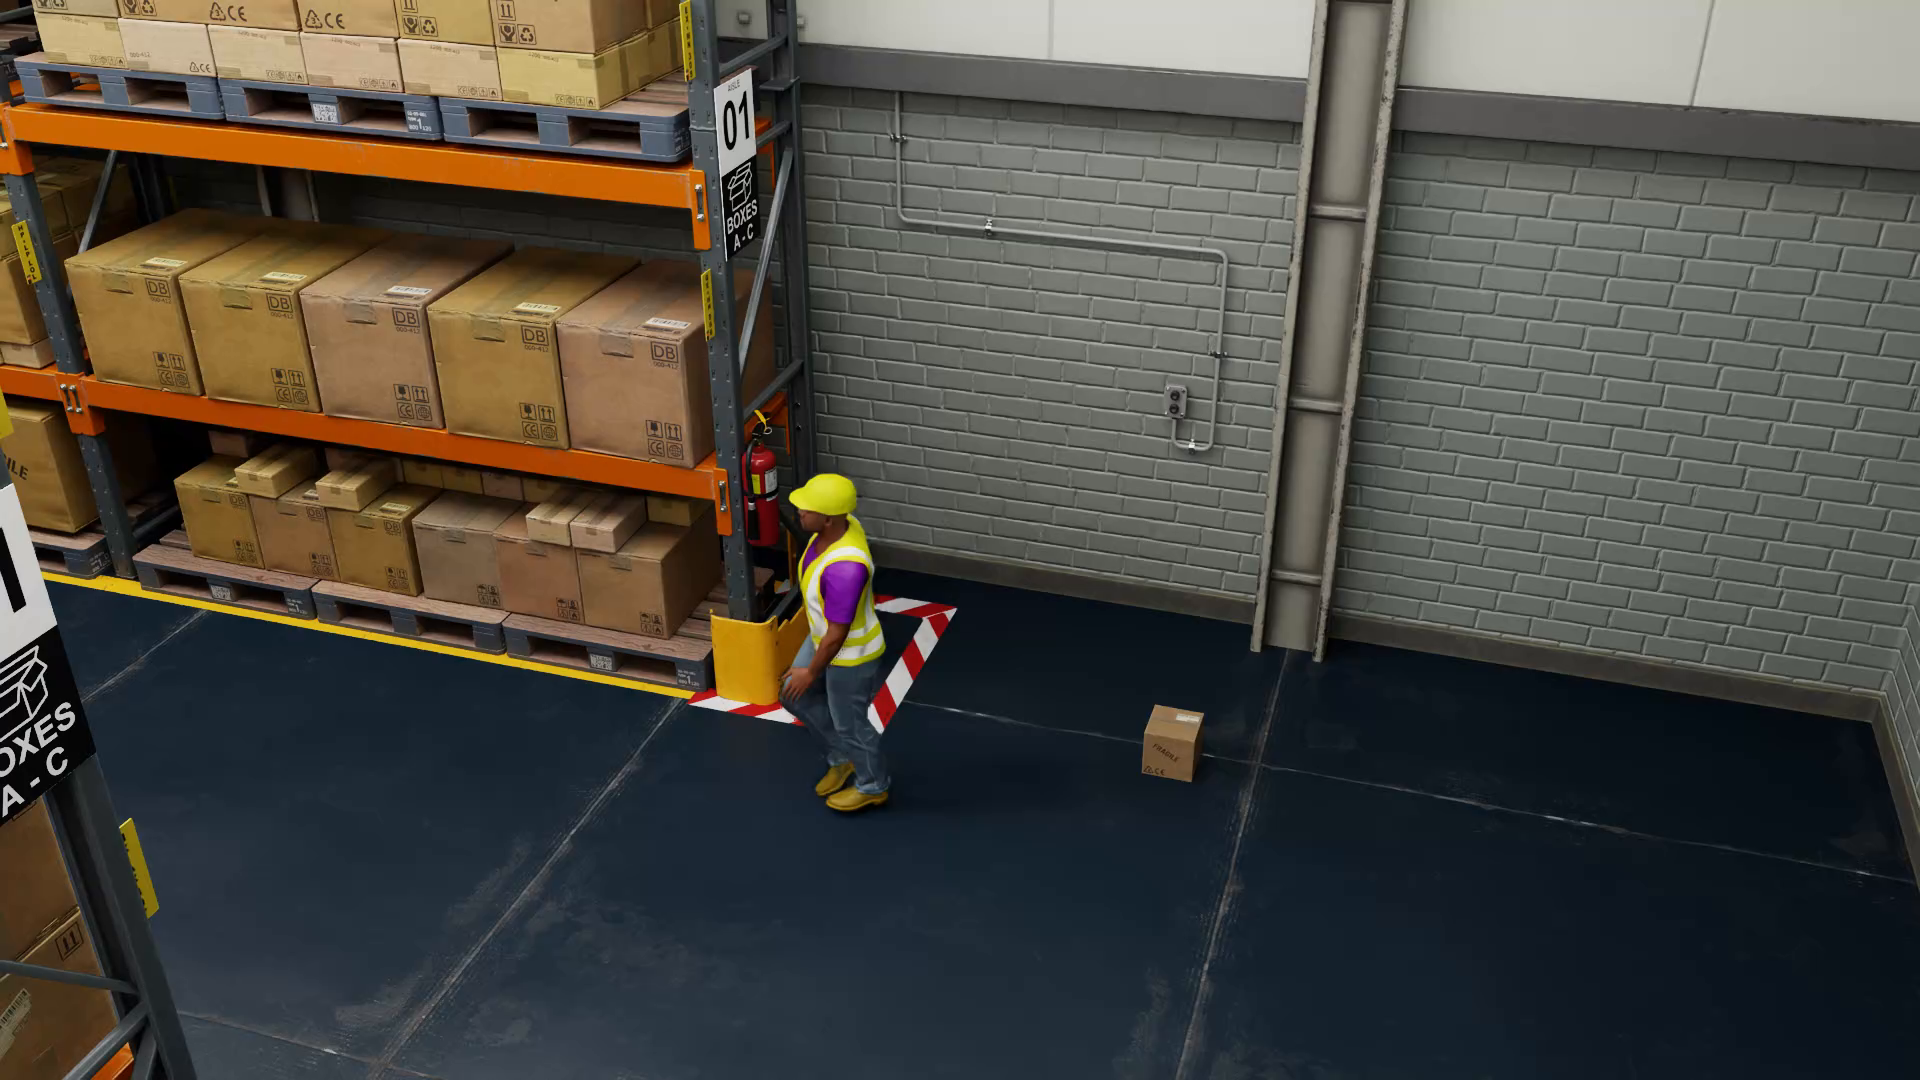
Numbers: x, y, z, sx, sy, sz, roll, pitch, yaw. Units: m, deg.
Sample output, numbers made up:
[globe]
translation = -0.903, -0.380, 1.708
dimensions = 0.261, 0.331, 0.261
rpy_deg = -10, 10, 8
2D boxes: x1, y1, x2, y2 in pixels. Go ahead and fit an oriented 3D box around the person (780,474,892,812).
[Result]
[person]
translation = -0.595, 0.491, 7.587
dimensions = 0.525, 1.787, 0.632
rpy_deg = -8, 30, -14
